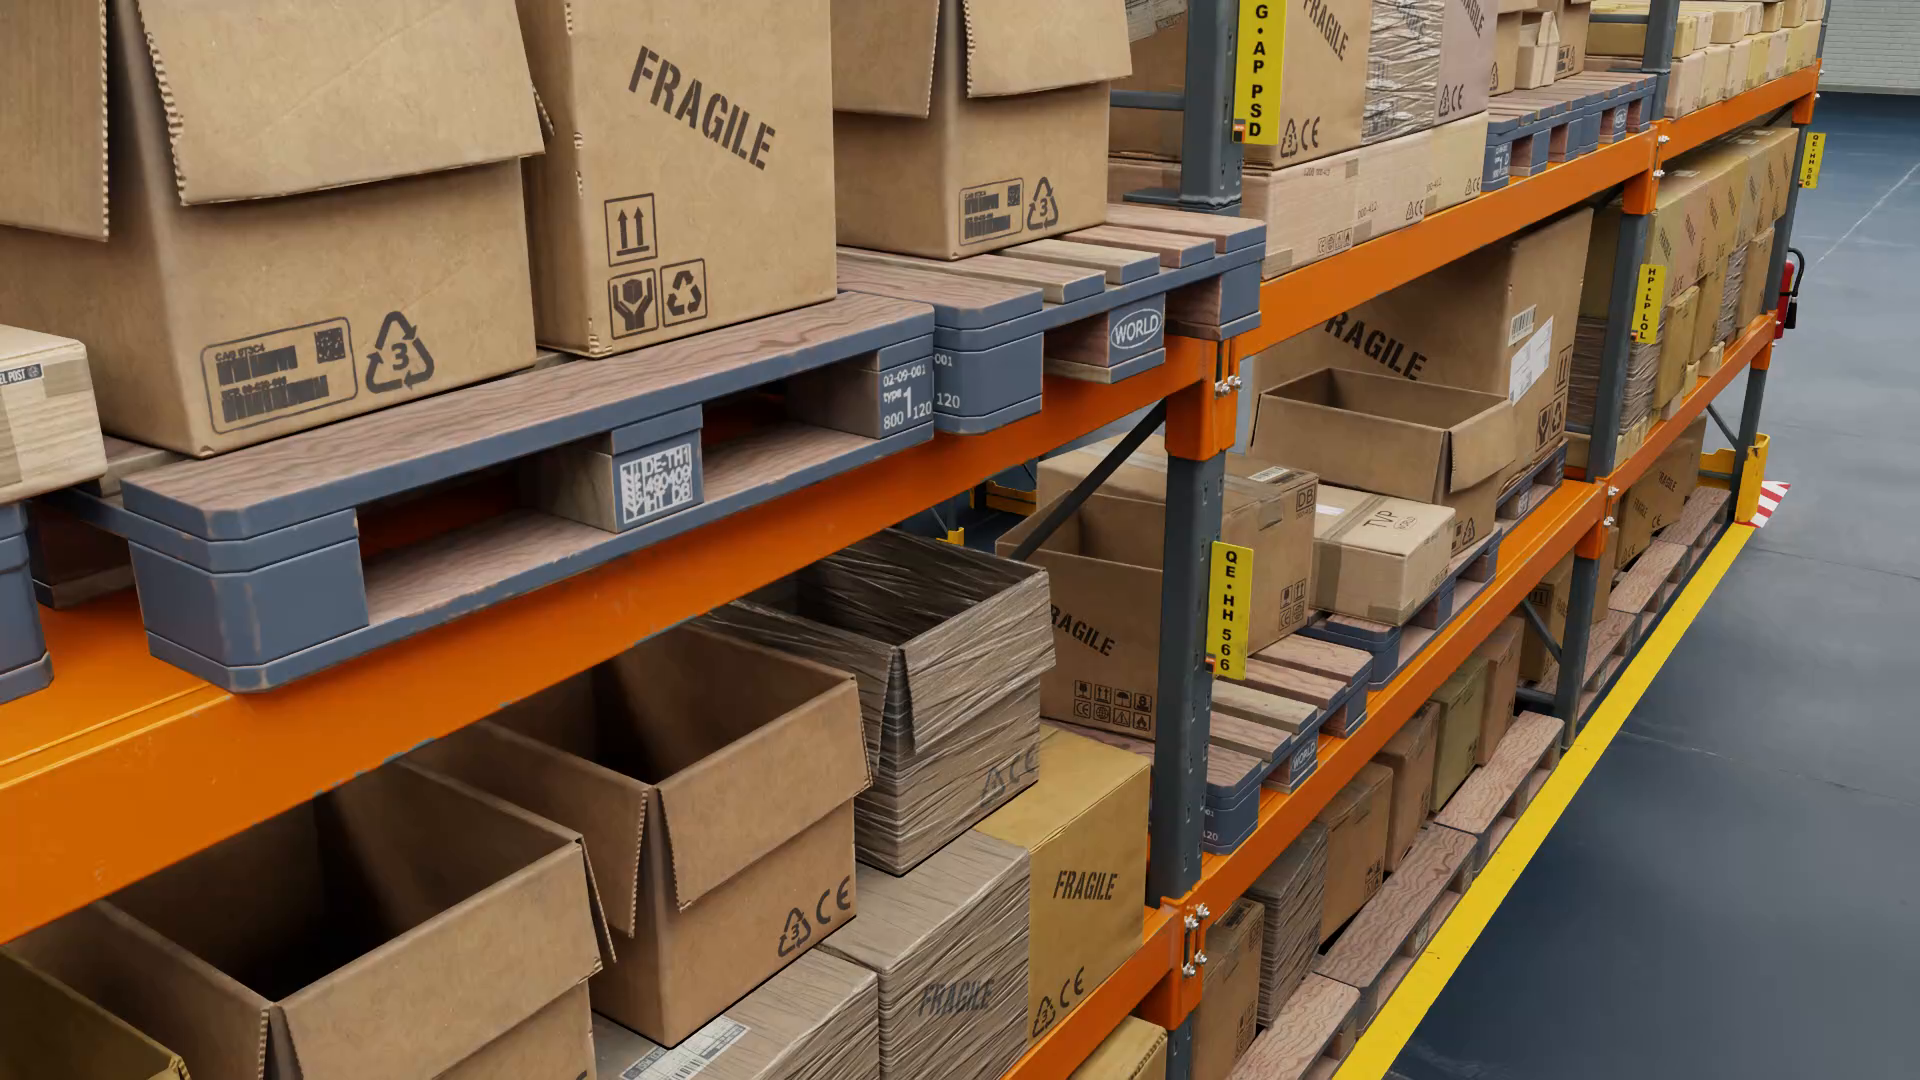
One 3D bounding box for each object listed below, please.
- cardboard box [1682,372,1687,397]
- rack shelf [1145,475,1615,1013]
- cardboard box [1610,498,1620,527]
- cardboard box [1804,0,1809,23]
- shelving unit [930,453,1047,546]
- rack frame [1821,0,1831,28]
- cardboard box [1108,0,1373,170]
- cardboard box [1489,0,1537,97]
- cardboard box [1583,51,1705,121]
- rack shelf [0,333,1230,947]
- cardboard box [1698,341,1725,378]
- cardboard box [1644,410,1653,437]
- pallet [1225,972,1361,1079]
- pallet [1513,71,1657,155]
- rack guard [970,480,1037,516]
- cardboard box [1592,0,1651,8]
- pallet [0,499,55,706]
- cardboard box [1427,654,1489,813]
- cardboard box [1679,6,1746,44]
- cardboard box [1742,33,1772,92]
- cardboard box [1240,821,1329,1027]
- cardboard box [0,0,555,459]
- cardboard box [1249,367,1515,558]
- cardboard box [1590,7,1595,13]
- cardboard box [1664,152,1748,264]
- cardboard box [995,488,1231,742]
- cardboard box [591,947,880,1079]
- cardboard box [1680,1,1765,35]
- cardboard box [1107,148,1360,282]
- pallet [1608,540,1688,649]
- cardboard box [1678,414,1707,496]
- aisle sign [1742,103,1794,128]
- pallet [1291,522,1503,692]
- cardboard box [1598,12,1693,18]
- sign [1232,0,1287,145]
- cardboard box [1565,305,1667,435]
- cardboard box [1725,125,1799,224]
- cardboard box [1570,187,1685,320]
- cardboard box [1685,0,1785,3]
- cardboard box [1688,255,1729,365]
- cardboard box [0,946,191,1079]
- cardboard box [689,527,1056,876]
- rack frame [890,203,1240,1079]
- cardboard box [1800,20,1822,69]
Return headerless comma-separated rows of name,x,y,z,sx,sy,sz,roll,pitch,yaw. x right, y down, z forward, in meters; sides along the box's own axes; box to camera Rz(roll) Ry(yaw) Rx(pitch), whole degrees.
cardboard box,3.458,-0.796,8.454,0.380,0.149,0.250,13,24,32
rack shelf,1.282,0.364,5.994,1.077,0.370,4.000,13,24,32
cardboard box,3.264,-0.038,9.041,0.500,0.500,0.500,11,23,27
cardboard box,4.450,-2.926,9.169,0.380,0.149,0.250,12,23,30
shelving unit,0.043,-0.725,10.064,0.587,1.500,1.083,13,24,32
rack frame,4.655,-4.508,9.482,1.000,3.000,0.127,13,24,32
cardboard box,0.635,-1.172,3.922,0.500,0.500,0.500,14,24,32
cardboard box,1.531,-1.813,5.765,0.797,0.503,0.637,14,25,34
cardboard box,2.871,-1.963,7.140,0.500,0.250,0.500,12,24,30
rack shelf,-0.967,0.105,2.370,1.077,0.370,4.000,13,24,32
cardboard box,3.909,-1.004,9.018,0.380,0.149,0.250,13,24,32
cardboard box,3.045,-0.579,7.867,0.380,0.149,0.250,13,24,32
pallet,0.598,1.685,5.407,1.003,0.211,1.213,13,24,32
pallet,1.971,-1.709,6.510,1.213,0.211,1.003,13,24,32
rack guard,0.323,-0.282,10.667,0.587,0.250,0.087,13,24,32
cardboard box,3.311,-2.659,8.449,0.380,0.149,0.250,12,24,30
pallet,-1.616,0.159,1.465,0.805,0.209,1.217,12,24,30
cardboard box,1.759,0.724,6.953,0.700,0.500,0.500,13,24,31
cardboard box,3.431,-2.405,7.762,0.380,0.149,0.250,13,24,31
cardboard box,3.742,-2.409,8.346,0.500,0.250,0.500,13,24,31
cardboard box,0.819,1.209,5.642,0.700,0.500,0.500,11,23,27
cardboard box,-0.973,-0.461,2.110,0.797,0.503,0.637,13,24,31
cardboard box,1.508,-0.277,5.936,0.797,0.503,0.637,16,26,37
cardboard box,2.779,-2.452,7.888,0.380,0.149,0.250,12,24,30
cardboard box,3.703,-1.715,8.563,0.500,0.500,0.500,13,24,32
cardboard box,0.428,0.194,4.667,0.500,0.500,0.500,10,23,25
cardboard box,-0.489,1.035,2.999,0.500,0.500,0.500,12,24,30
cardboard box,3.827,-2.636,8.386,0.380,0.149,0.250,12,23,29
cardboard box,0.632,-0.821,4.053,0.500,0.250,0.500,14,24,33
pallet,3.440,0.210,9.394,1.003,0.211,1.213,13,24,32
cardboard box,4.290,-0.543,10.408,0.500,0.500,0.500,19,28,42
aisle sign,4.938,-2.873,9.962,0.394,0.787,0.004,13,24,32
pallet,1.237,0.115,5.908,1.003,0.211,1.213,13,24,32
cardboard box,2.937,-2.193,7.189,0.380,0.149,0.250,12,23,29
sign,0.612,-0.975,3.395,0.100,0.325,0.005,13,24,32
cardboard box,2.710,-0.850,7.668,0.875,0.500,0.500,13,24,32
cardboard box,4.550,-2.144,9.724,0.500,0.500,0.500,13,24,32
cardboard box,2.869,-1.282,7.393,0.500,0.500,0.500,13,24,32
cardboard box,3.993,-3.028,8.511,0.500,0.500,0.500,13,24,32
cardboard box,3.533,-1.286,8.844,0.875,0.500,0.500,13,24,32
cardboard box,-1.343,0.851,2.049,0.797,0.503,0.637,14,24,32
cardboard box,-0.267,0.290,3.567,0.797,0.503,0.637,14,25,34
rack frame,0.158,0.601,4.317,1.000,3.000,0.127,13,24,32
cardboard box,4.594,-2.843,9.521,0.500,0.250,0.500,14,24,33
